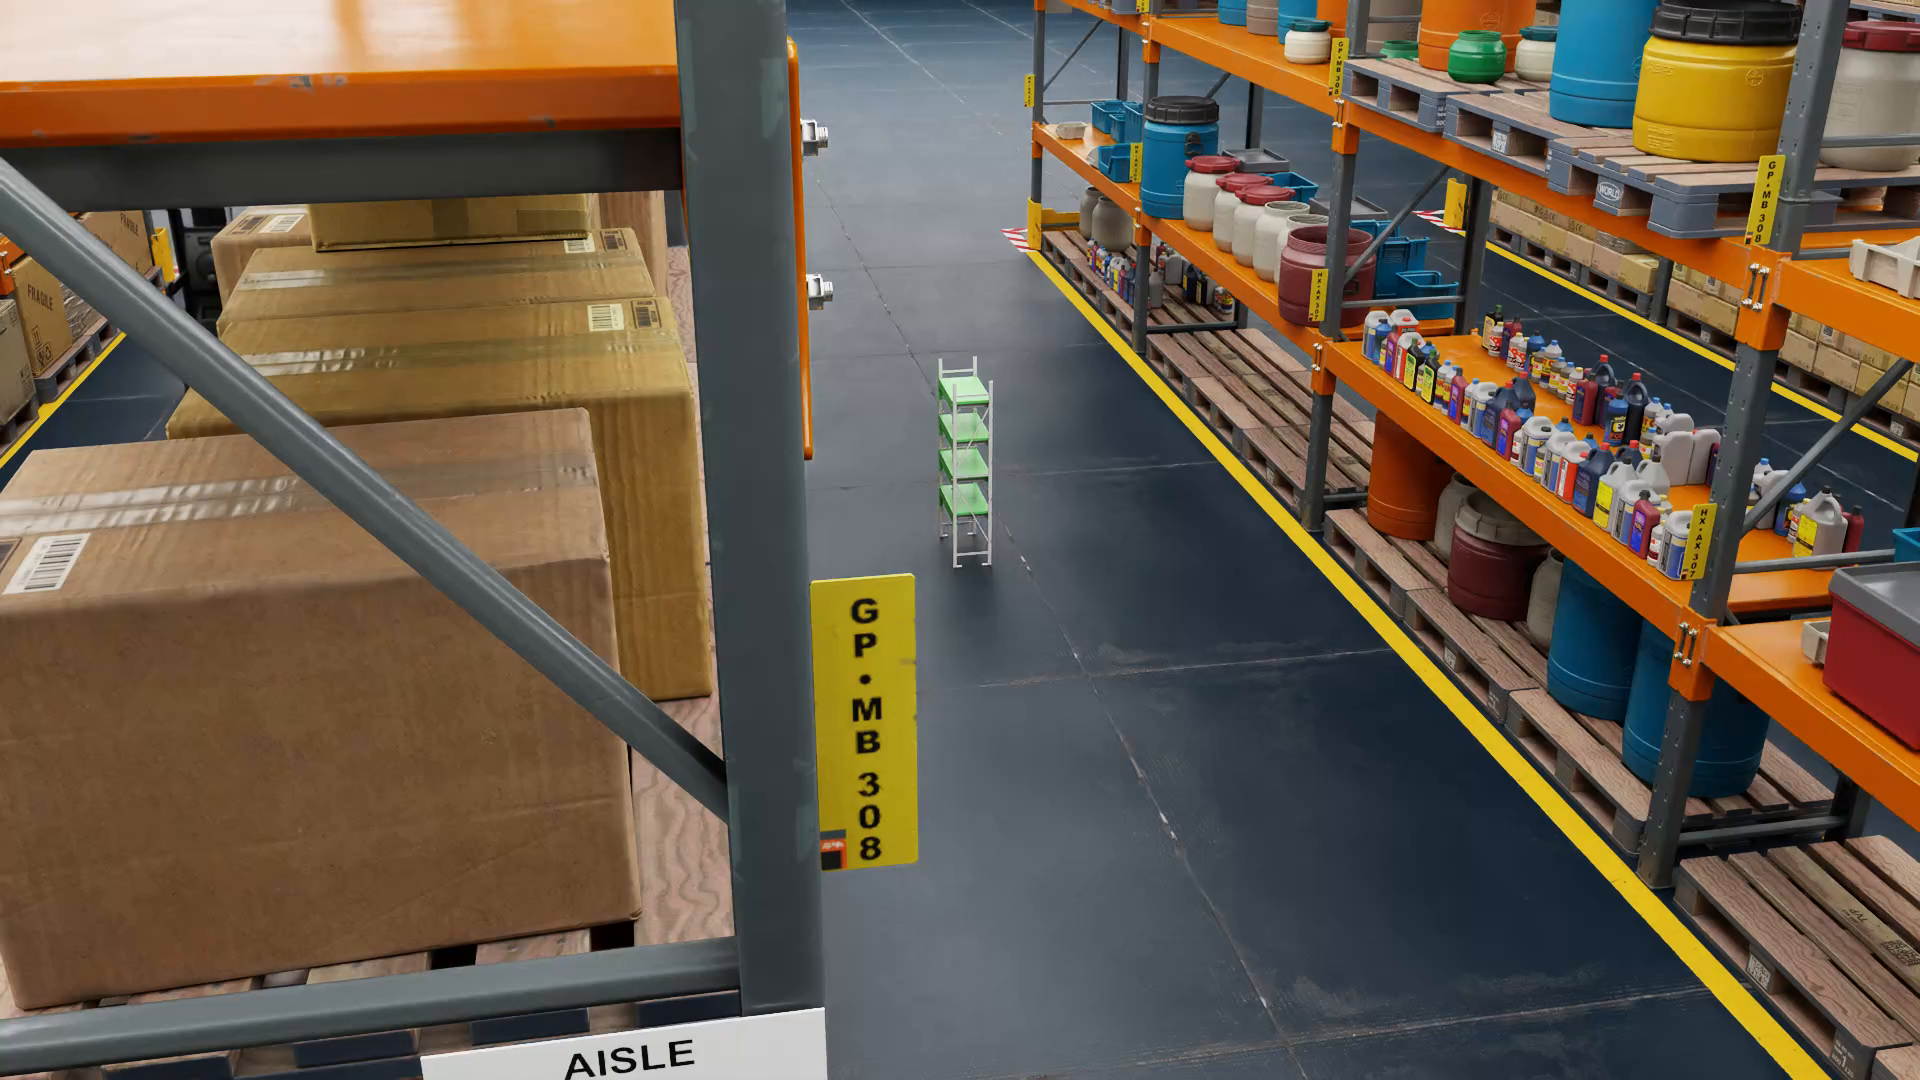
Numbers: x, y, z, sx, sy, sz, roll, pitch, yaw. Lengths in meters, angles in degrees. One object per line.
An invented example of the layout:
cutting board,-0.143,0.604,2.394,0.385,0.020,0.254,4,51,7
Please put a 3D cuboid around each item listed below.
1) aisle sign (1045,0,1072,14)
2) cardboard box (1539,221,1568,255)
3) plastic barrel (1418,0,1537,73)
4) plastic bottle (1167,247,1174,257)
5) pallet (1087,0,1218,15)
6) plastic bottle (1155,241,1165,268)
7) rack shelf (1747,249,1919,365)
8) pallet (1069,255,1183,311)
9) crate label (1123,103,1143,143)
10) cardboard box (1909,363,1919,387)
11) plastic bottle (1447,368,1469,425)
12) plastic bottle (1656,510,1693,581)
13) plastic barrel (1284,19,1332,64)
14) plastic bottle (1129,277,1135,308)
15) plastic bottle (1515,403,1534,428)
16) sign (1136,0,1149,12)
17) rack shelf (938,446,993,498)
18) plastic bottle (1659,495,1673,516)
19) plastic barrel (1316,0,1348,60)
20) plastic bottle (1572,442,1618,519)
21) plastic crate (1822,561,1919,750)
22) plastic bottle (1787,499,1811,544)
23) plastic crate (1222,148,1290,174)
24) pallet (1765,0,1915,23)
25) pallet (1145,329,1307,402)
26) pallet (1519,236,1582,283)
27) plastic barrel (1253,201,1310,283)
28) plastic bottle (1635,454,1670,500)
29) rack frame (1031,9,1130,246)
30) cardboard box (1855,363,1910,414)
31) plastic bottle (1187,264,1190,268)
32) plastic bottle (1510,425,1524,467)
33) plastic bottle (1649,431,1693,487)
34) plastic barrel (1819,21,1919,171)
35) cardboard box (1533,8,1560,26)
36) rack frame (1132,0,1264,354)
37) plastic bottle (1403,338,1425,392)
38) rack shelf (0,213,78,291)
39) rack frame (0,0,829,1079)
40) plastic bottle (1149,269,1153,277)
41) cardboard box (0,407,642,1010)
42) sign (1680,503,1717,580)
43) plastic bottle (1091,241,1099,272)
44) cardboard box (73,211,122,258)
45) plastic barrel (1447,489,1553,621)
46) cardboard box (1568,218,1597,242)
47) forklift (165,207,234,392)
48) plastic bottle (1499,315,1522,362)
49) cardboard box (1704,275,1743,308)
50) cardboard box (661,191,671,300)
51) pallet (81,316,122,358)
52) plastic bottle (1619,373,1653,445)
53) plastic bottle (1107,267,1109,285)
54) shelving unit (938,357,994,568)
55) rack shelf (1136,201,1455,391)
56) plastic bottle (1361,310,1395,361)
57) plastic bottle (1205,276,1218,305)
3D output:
aisle sign,0.969,-5.823,17.086,0.394,0.787,0.004,-4,24,-10
cardboard box,6.295,-3.105,17.022,0.500,0.250,0.500,-4,24,-10
plastic barrel,2.851,-3.018,9.104,0.600,0.830,0.708,-4,24,-10
plastic bottle,2.086,-2.732,16.112,0.152,0.276,0.135,-5,24,-11
pallet,1.780,-4.616,14.059,1.213,0.211,1.003,-4,24,-10
plastic bottle,1.955,-2.782,16.217,0.061,0.283,0.133,-4,24,-10
rack shelf,3.859,-0.163,4.526,1.077,0.370,4.000,-4,24,-10
pallet,1.697,-2.522,16.260,1.003,0.211,1.213,-4,24,-10
crate label,1.876,-3.937,15.972,0.502,0.435,0.616,-4,24,-10
cardboard box,7.279,-1.220,12.006,0.500,0.311,0.500,-4,24,-8
plastic bottle,2.680,-0.773,8.917,0.061,0.283,0.133,-4,24,-10
plastic bottle,3.098,0.021,7.109,0.152,0.276,0.135,-4,24,-10
plastic barrel,2.285,-3.272,10.919,0.301,0.262,0.301,0,24,0
plastic bottle,1.607,-2.271,14.962,0.144,0.351,0.185,-5,24,-11
plastic bottle,2.856,-0.564,8.453,0.097,0.271,0.097,0,24,0
sign,1.467,-4.394,13.303,0.100,0.325,0.005,-4,24,-10
rack shelf,0.031,-0.426,10.386,0.258,0.148,0.480,-4,24,-10
plastic bottle,3.150,-0.105,7.491,0.097,0.201,0.097,0,24,0
plastic barrel,2.690,-3.646,11.065,0.600,0.830,0.708,-4,24,-10
plastic bottle,2.963,-0.292,7.733,0.144,0.351,0.185,-4,24,-10
plastic crate,3.407,0.408,5.913,0.402,0.464,0.583,-4,24,-10
plastic bottle,3.776,-0.086,7.447,0.097,0.201,0.097,0,24,0
plastic crate,2.400,-2.913,13.592,0.402,0.464,0.583,-4,24,-10
pallet,7.054,-4.357,13.471,0.805,0.209,1.217,-5,24,-12
pallet,2.193,-1.467,13.846,1.003,0.211,1.213,-4,24,-10
pallet,6.543,-2.935,17.207,1.003,0.211,1.213,-4,24,-10
plastic barrel,2.271,-2.084,11.634,0.421,0.512,0.421,0,24,0
plastic bottle,3.139,-0.230,7.591,0.144,0.351,0.185,-4,24,-10
rack frame,1.270,-4.625,17.591,1.000,3.000,0.127,-4,24,-10
cardboard box,7.182,-1.167,12.585,0.500,0.250,0.500,-5,24,-10
plastic bottle,2.169,-2.480,15.540,0.097,0.271,0.097,0,24,0
plastic bottle,2.821,-0.475,8.337,0.097,0.201,0.097,0,24,0
plastic bottle,3.457,-0.411,8.098,0.152,0.276,0.135,-4,24,-10
plastic barrel,3.638,-1.760,6.589,0.433,0.535,0.433,0,24,0
cardboard box,6.325,-5.218,17.205,0.700,0.500,0.500,-5,24,-11
rack frame,2.010,-3.051,13.989,1.000,3.000,0.127,-4,24,-10
plastic bottle,2.577,-0.992,9.420,0.061,0.283,0.133,-4,24,-10
rack shelf,-8.121,-2.814,14.345,1.077,0.370,4.000,-4,24,-10
rack frame,-0.639,-0.714,1.141,1.000,3.000,0.127,-4,24,-10
plastic bottle,1.713,-2.333,15.198,0.152,0.276,0.135,-4,24,-10
cardboard box,-0.788,0.176,2.077,0.700,0.500,0.500,-6,24,-13
sign,2.948,0.008,6.637,0.100,0.325,0.005,-4,24,-10
plastic bottle,1.323,-2.755,16.154,0.061,0.283,0.133,-4,24,-9
cardboard box,-8.136,-2.542,14.952,0.875,0.875,0.875,-5,24,-11
plastic barrel,3.065,0.070,9.330,0.600,0.588,0.708,-4,24,-10
cardboard box,6.400,-3.253,16.424,0.500,0.500,0.500,-4,24,-10
forklift,-4.970,-1.987,11.638,1.130,2.935,3.031,-4,24,-9
plastic bottle,3.286,-1.206,9.910,0.061,0.283,0.133,-4,24,-10
cardboard box,6.797,-2.228,14.313,0.500,0.311,0.500,-5,24,-10
cardboard box,-1.175,-0.893,4.526,0.700,0.500,0.500,-6,24,-13
pallet,-8.044,-1.865,14.757,1.003,0.211,1.213,-4,24,-10
plastic bottle,3.502,-0.687,8.638,0.144,0.351,0.185,-4,24,-10
plastic bottle,1.437,-2.514,15.704,0.097,0.201,0.097,0,24,0
shelving unit,0.031,-0.485,10.361,0.258,1.200,0.503,-4,24,-10
rack shelf,2.379,-1.935,12.332,1.077,0.370,4.000,-4,24,-10
plastic bottle,2.512,-1.227,9.967,0.152,0.276,0.135,-4,24,-10
plastic bottle,2.295,-2.288,15.094,0.152,0.276,0.135,-3,24,-8
